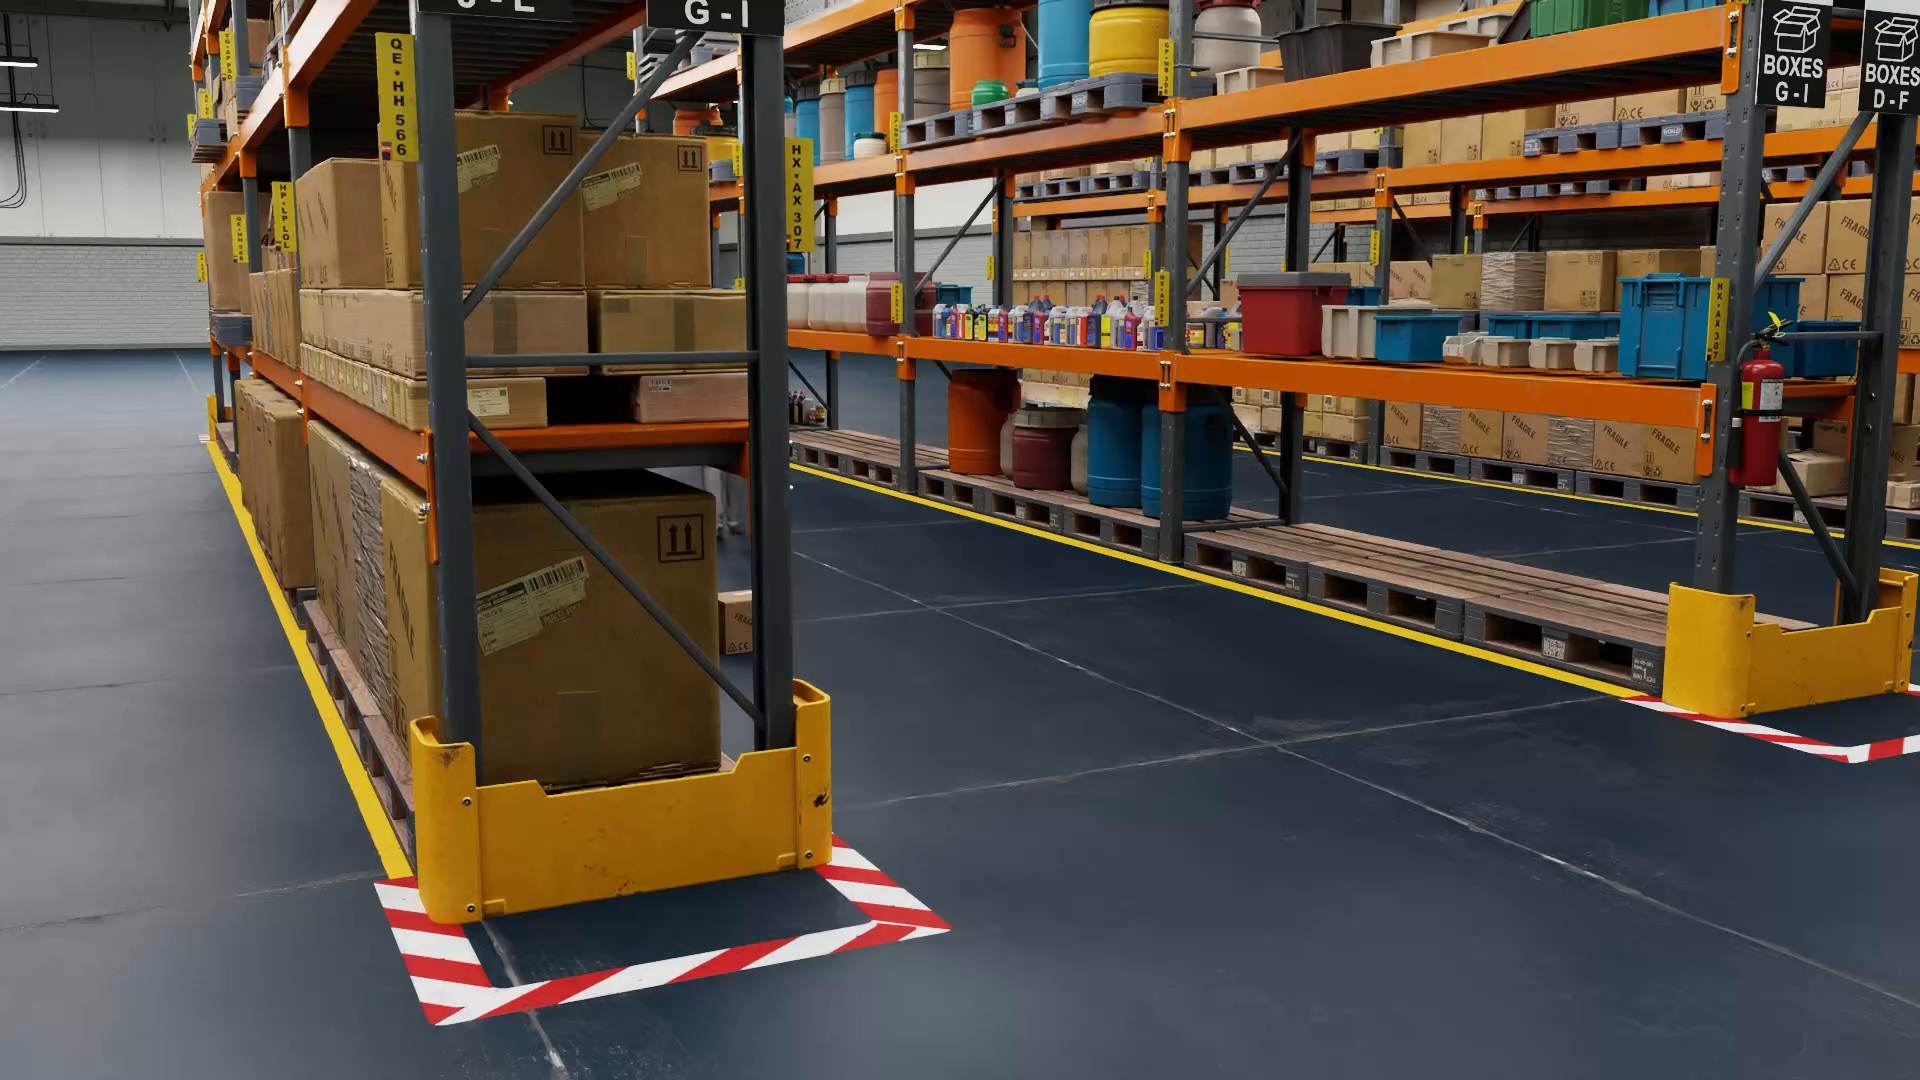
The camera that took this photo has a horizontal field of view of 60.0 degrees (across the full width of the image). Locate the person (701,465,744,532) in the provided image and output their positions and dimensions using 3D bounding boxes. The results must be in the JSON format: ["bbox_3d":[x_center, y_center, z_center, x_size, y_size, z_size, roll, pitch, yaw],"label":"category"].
[{"bbox_3d":[-1.682,-0.895,11.630,0.467,1.650,0.853,-2,9,-16],"label":"person"}]
